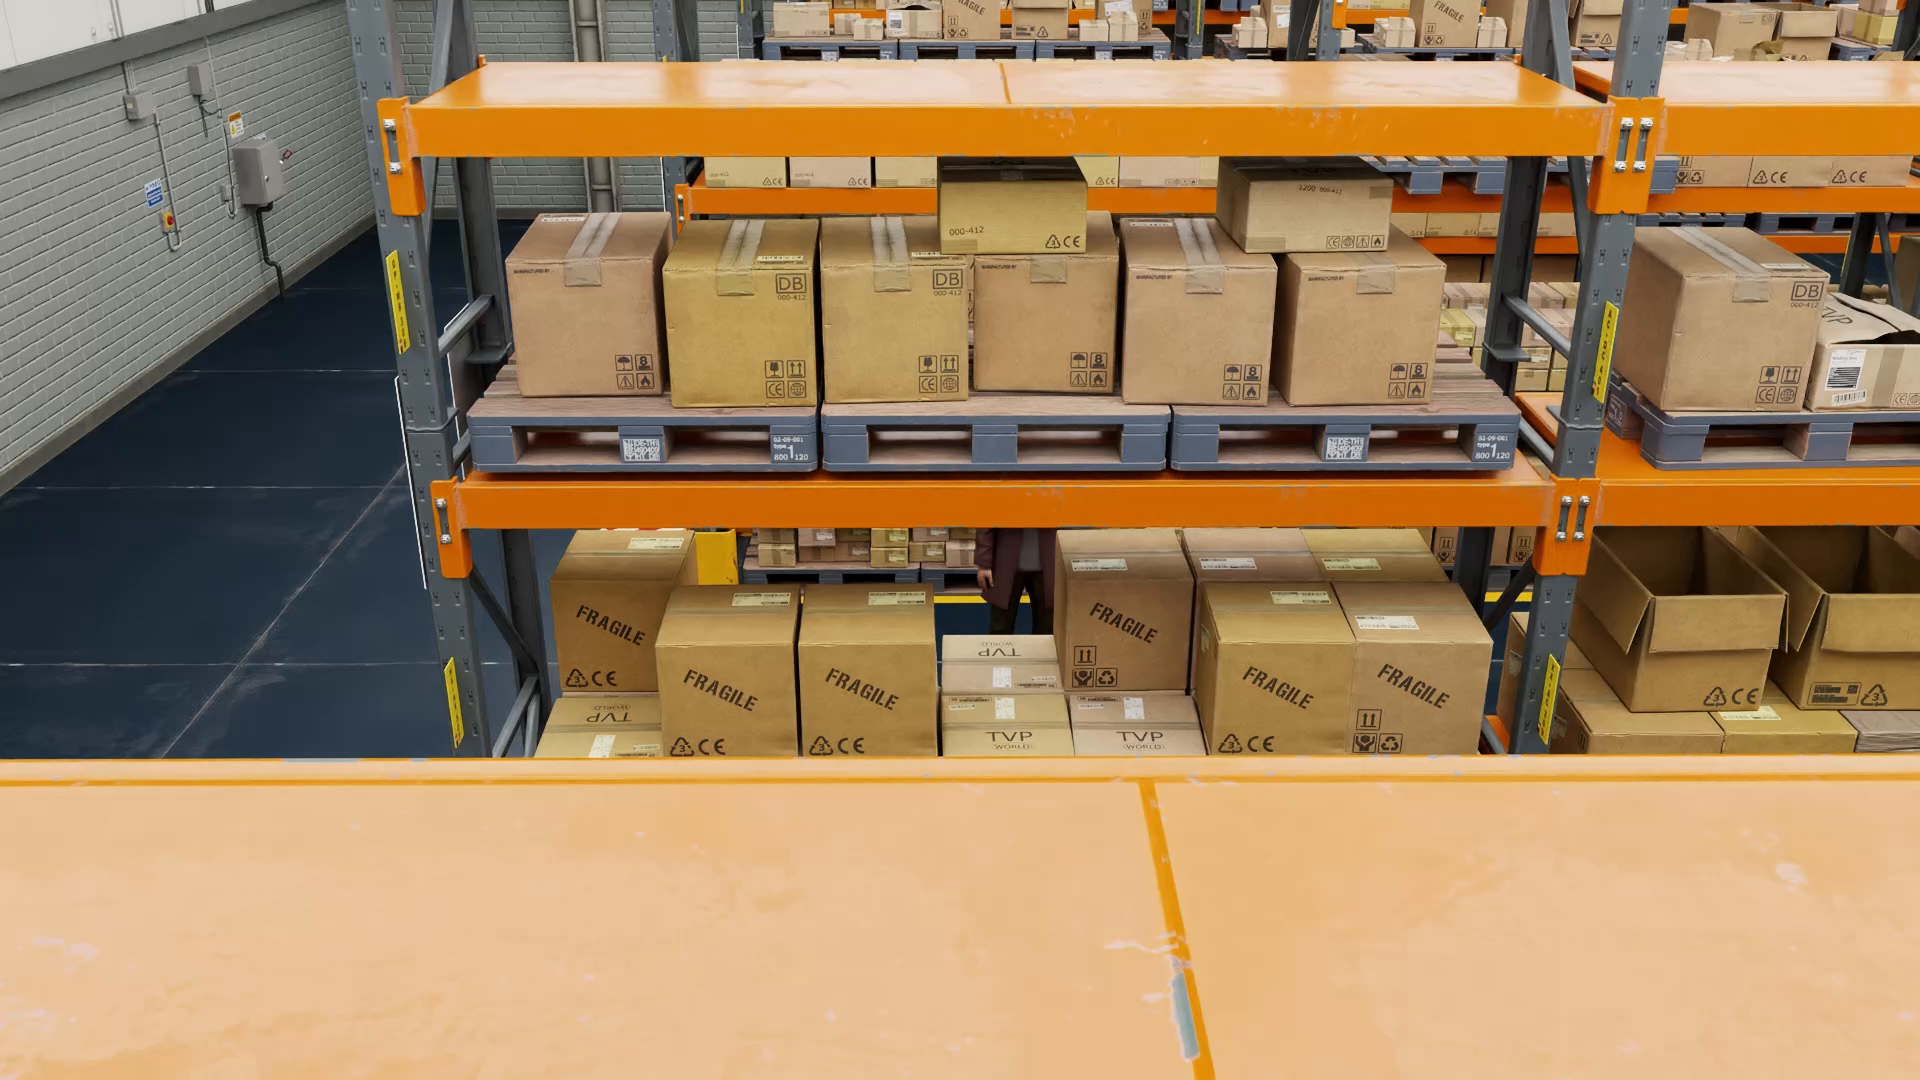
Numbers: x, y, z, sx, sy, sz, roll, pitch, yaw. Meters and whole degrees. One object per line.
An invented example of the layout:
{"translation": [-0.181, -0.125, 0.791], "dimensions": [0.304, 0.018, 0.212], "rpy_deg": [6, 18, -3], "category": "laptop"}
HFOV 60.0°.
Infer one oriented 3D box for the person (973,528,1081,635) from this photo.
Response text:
{"translation": [0.402, 0.152, 9.778], "dimensions": [0.649, 1.772, 0.424], "rpy_deg": [-2, 24, -4], "category": "person"}
